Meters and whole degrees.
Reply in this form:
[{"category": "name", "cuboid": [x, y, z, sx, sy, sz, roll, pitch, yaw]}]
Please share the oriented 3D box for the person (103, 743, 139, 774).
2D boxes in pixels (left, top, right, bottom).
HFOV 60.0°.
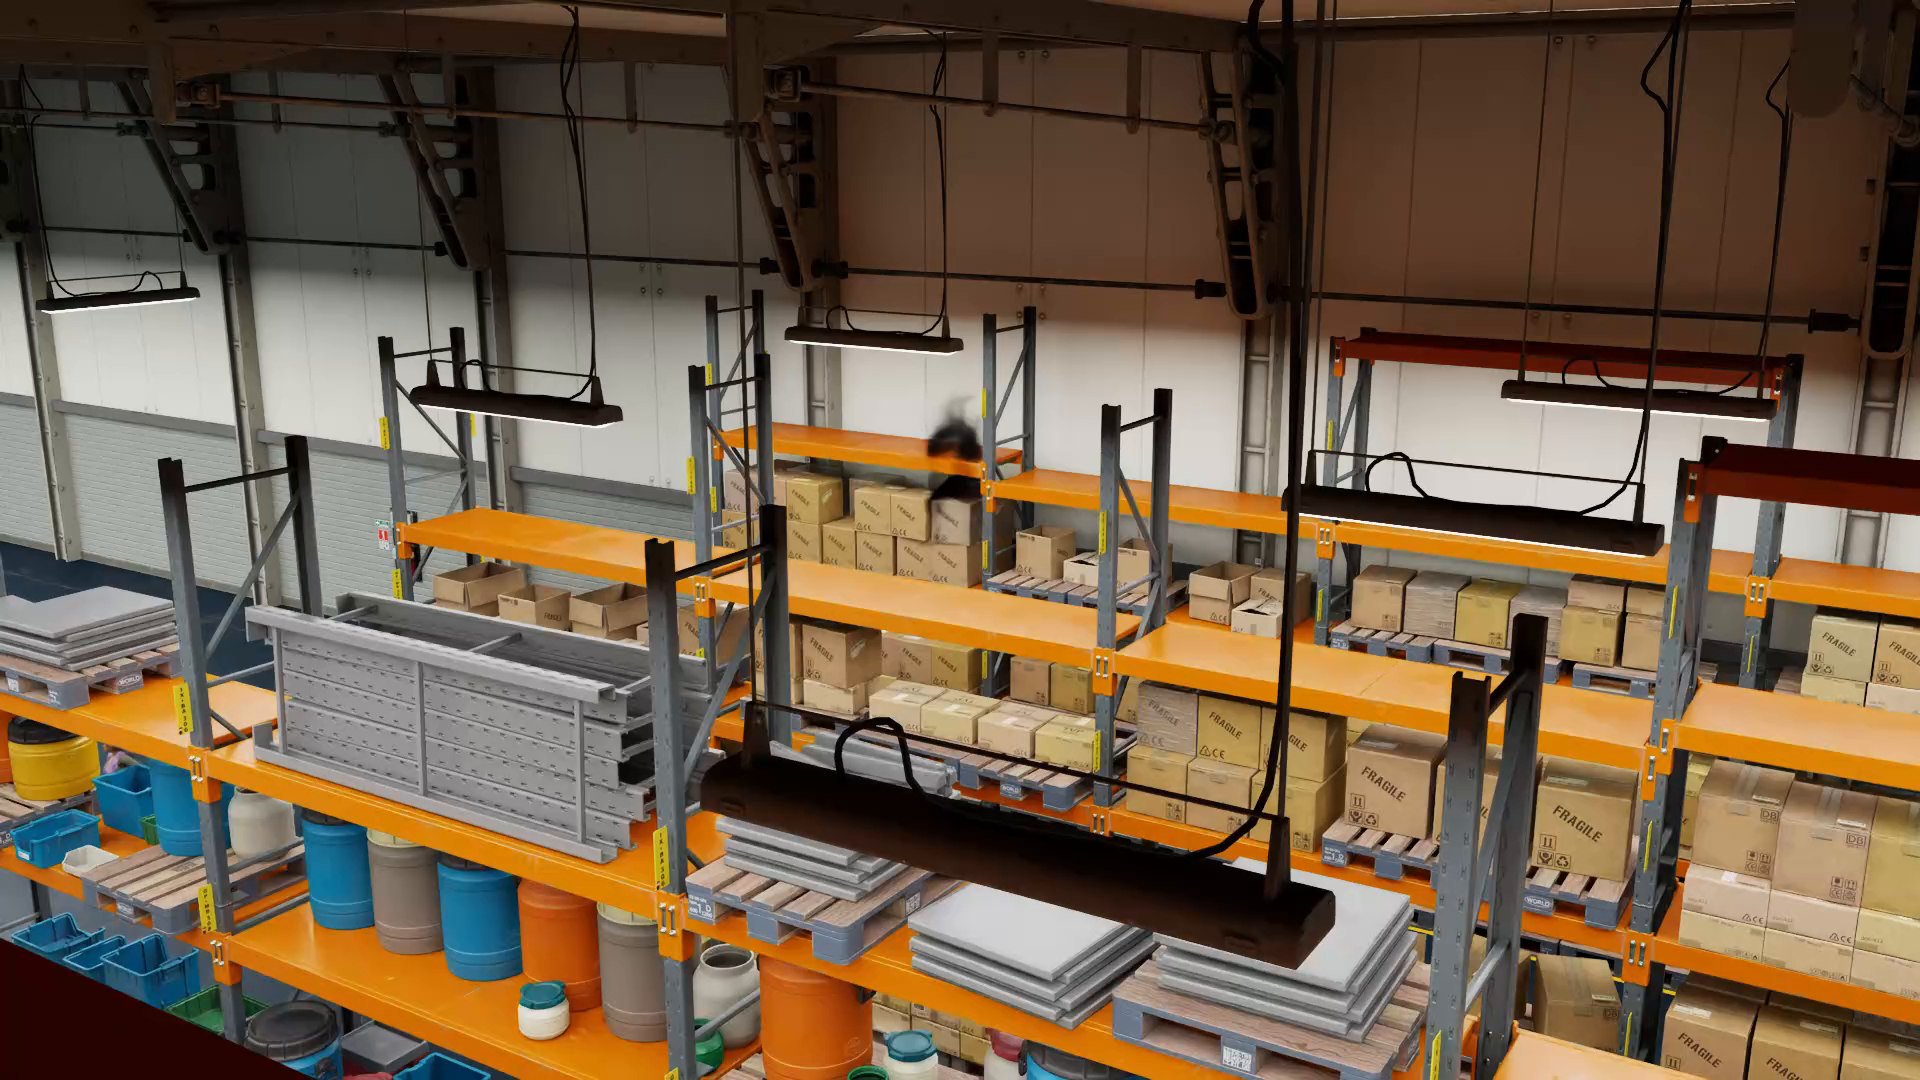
[{"category": "person", "cuboid": [-9.238, 2.865, 18.368, 0.670, 1.582, 0.504, -8, 16, -31]}]
